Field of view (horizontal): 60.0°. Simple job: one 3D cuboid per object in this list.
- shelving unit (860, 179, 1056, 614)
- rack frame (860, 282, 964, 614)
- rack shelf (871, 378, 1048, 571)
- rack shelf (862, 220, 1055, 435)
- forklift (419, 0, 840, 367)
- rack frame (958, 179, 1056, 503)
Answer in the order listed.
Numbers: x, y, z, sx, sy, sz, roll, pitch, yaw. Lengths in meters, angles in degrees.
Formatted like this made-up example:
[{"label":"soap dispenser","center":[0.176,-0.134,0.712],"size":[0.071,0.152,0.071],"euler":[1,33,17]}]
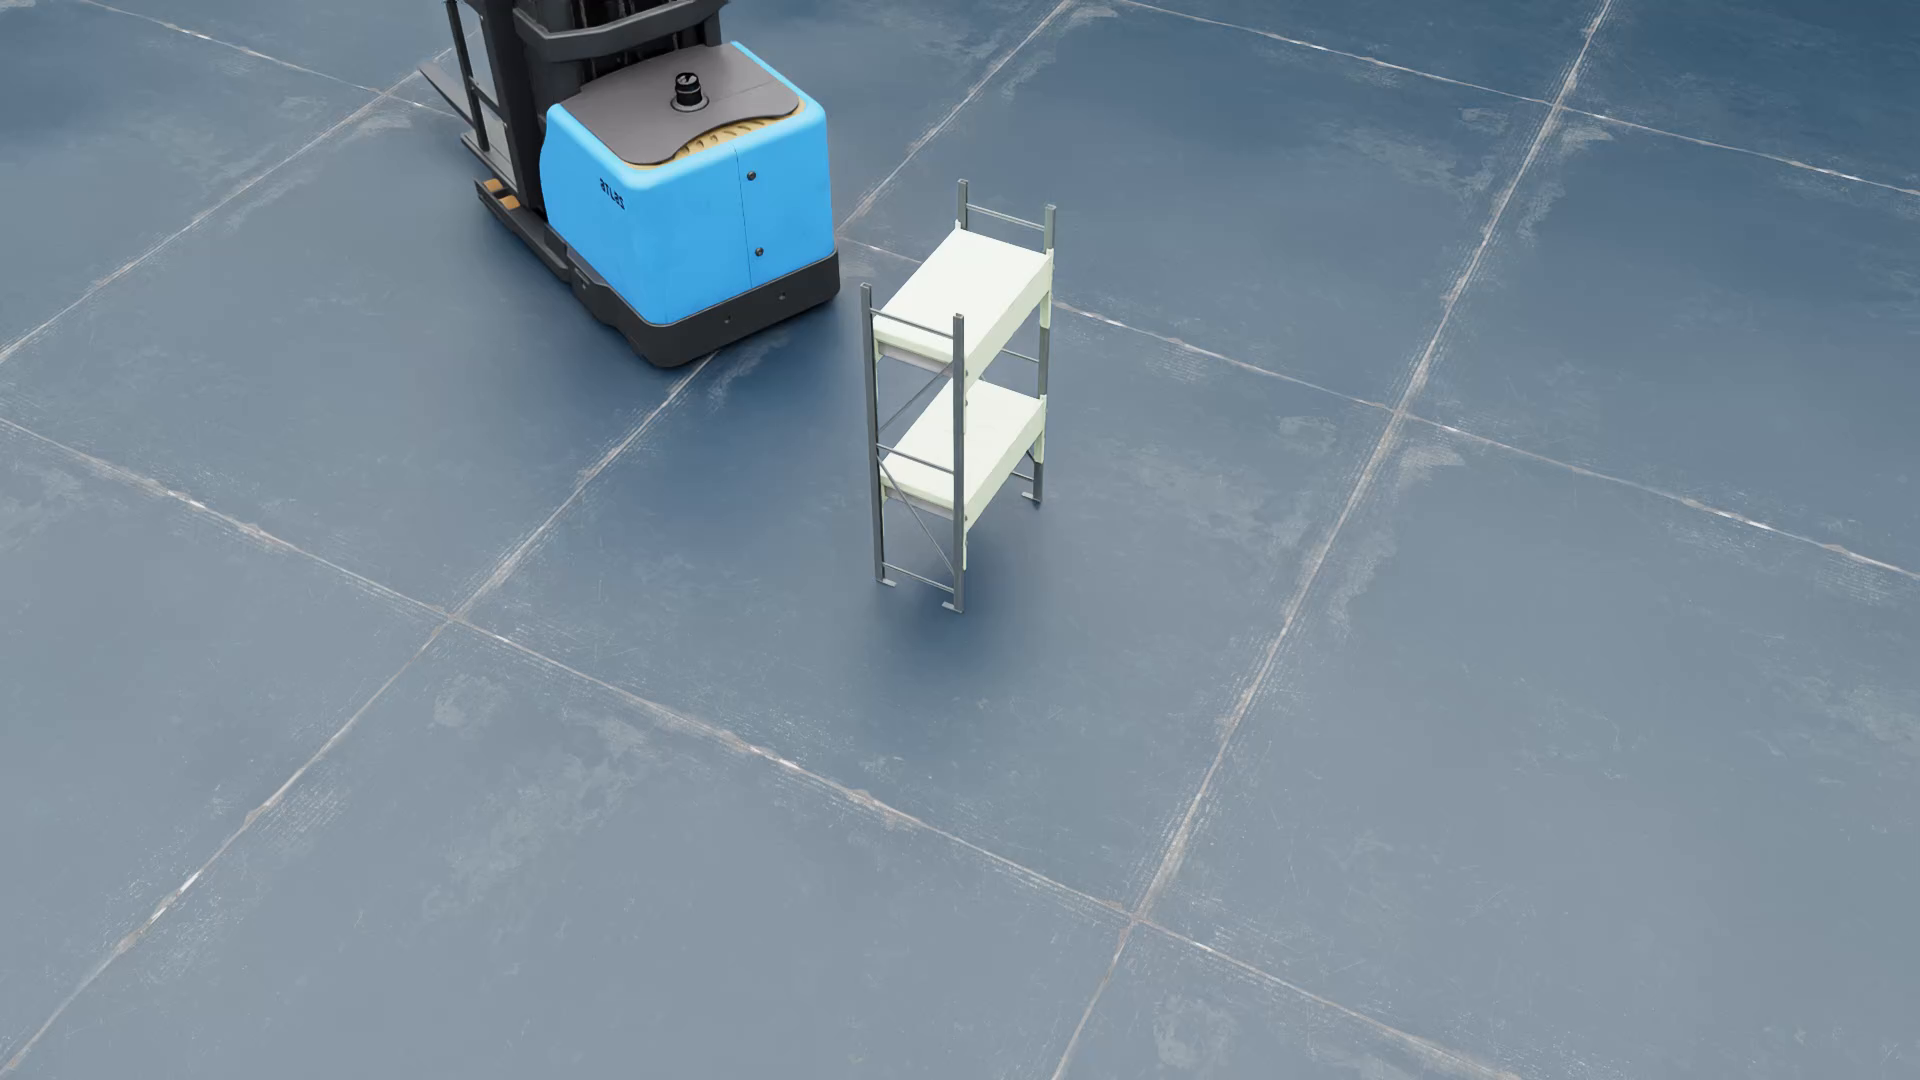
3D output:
[{"label":"shelving unit","center":[0.003,-0.531,6.501],"size":[0.431,1.500,0.755],"euler":[20,49,19]},{"label":"rack frame","center":[-0.167,-0.301,6.273],"size":[0.400,1.500,0.023],"euler":[20,49,19]},{"label":"rack shelf","center":[0.003,-0.302,6.732],"size":[0.431,0.370,0.720],"euler":[20,49,19]},{"label":"rack shelf","center":[0.003,-0.806,6.223],"size":[0.431,0.370,0.720],"euler":[20,49,19]},{"label":"forklift","center":[-1.874,-2.836,7.772],"size":[1.130,2.935,3.031],"euler":[-28,52,-25]},{"label":"rack frame","center":[0.173,-0.762,6.729],"size":[0.400,1.500,0.023],"euler":[20,49,19]}]
